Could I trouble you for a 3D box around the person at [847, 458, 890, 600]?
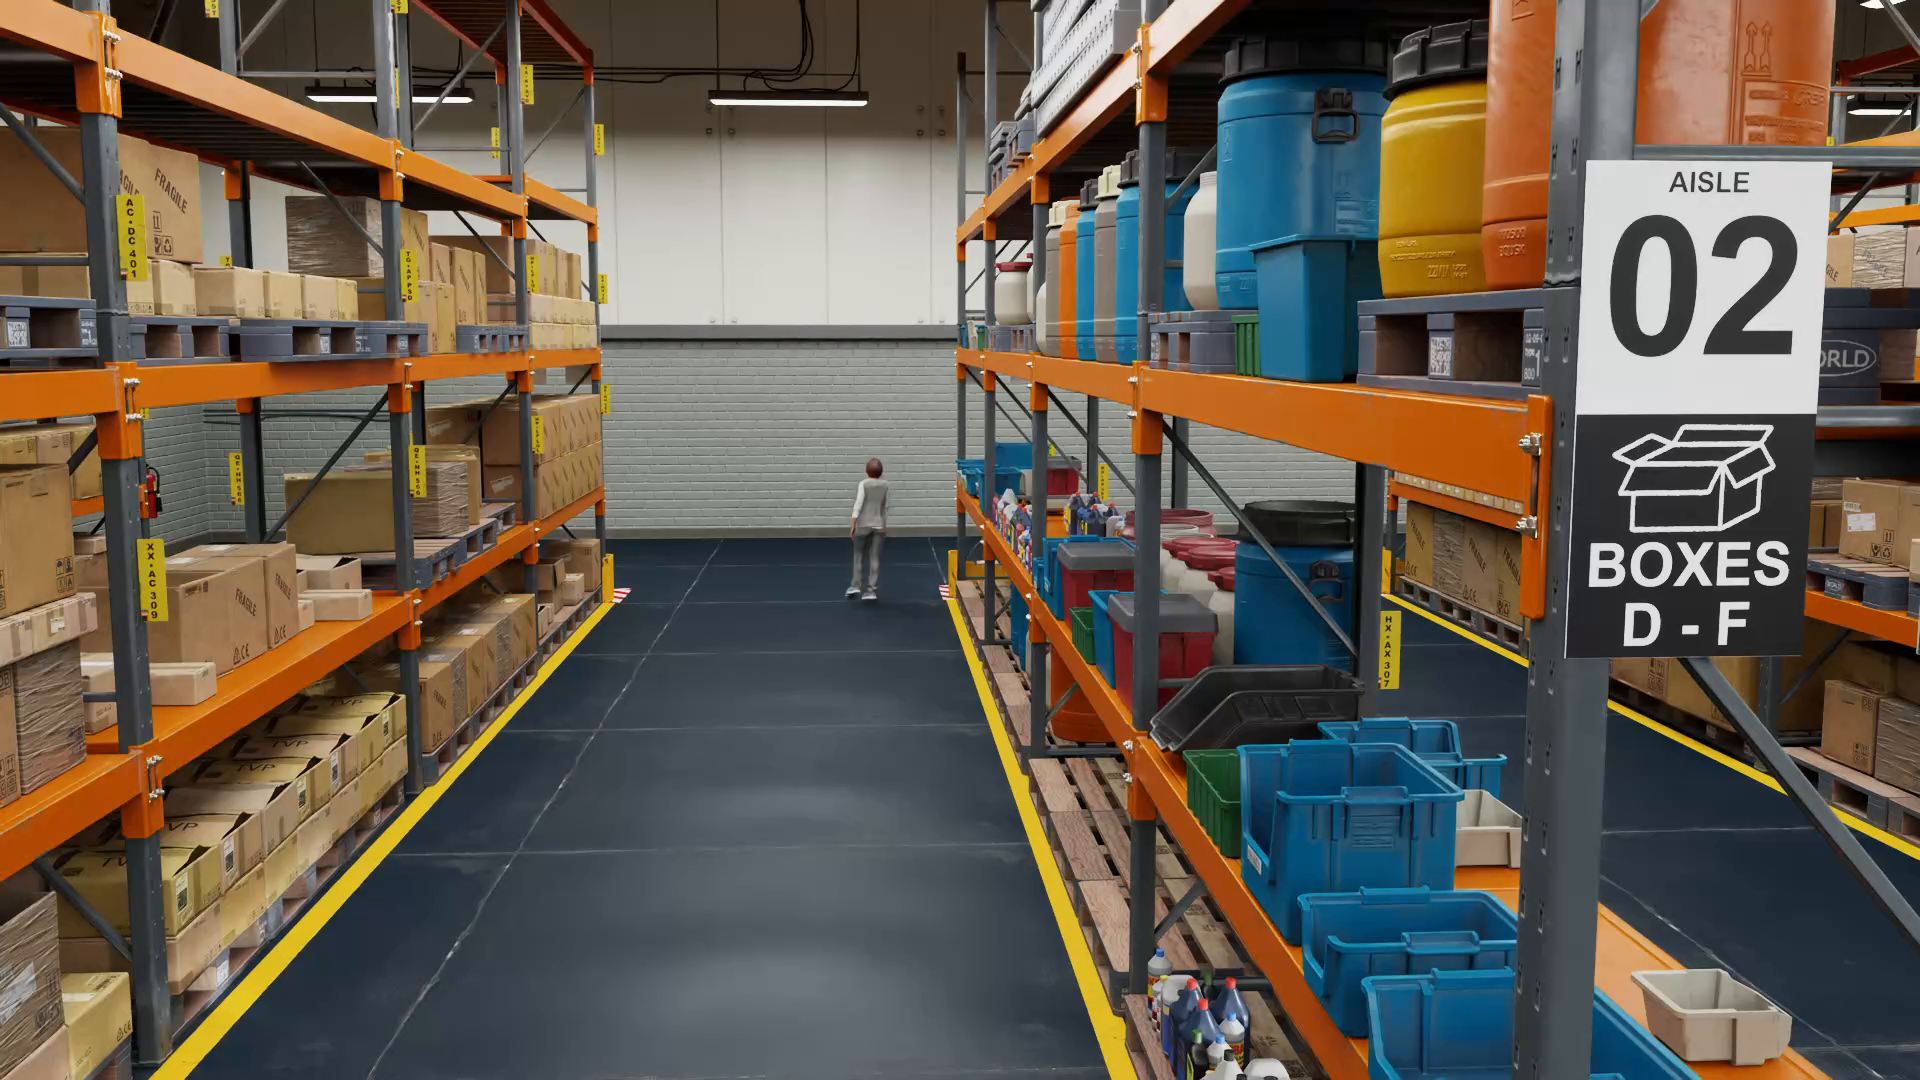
[{"bbox_3d":[-1.030,-0.127,18.565,0.483,1.560,0.760,-2,7,-15],"label":"person"}]
